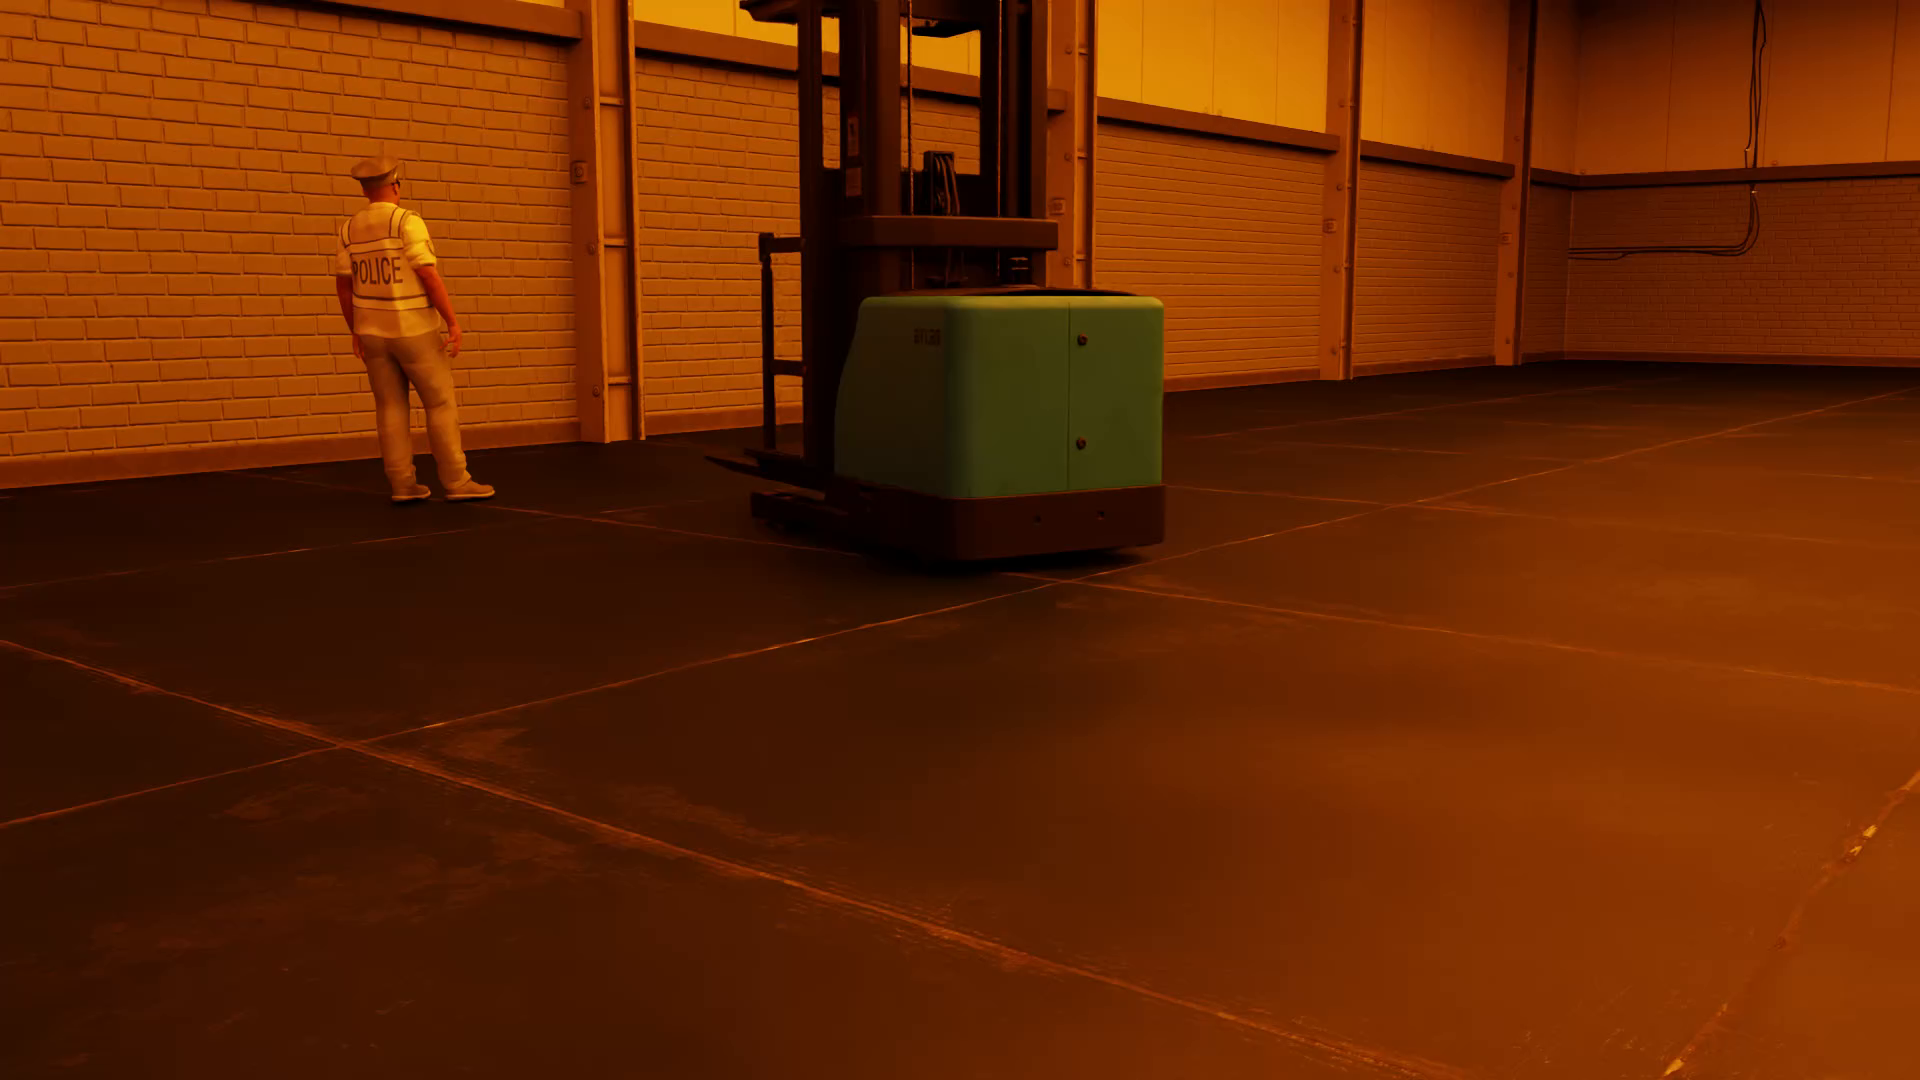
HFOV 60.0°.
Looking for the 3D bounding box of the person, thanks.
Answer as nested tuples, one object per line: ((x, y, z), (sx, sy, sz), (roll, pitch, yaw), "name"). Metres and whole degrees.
((-2.862, -1.091, 8.656), (0.638, 1.781, 0.576), (2, 9, 15), "person")

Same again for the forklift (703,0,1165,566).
((-0.334, -1.522, 7.681), (1.130, 2.935, 3.031), (-5, 10, -30), "forklift")
